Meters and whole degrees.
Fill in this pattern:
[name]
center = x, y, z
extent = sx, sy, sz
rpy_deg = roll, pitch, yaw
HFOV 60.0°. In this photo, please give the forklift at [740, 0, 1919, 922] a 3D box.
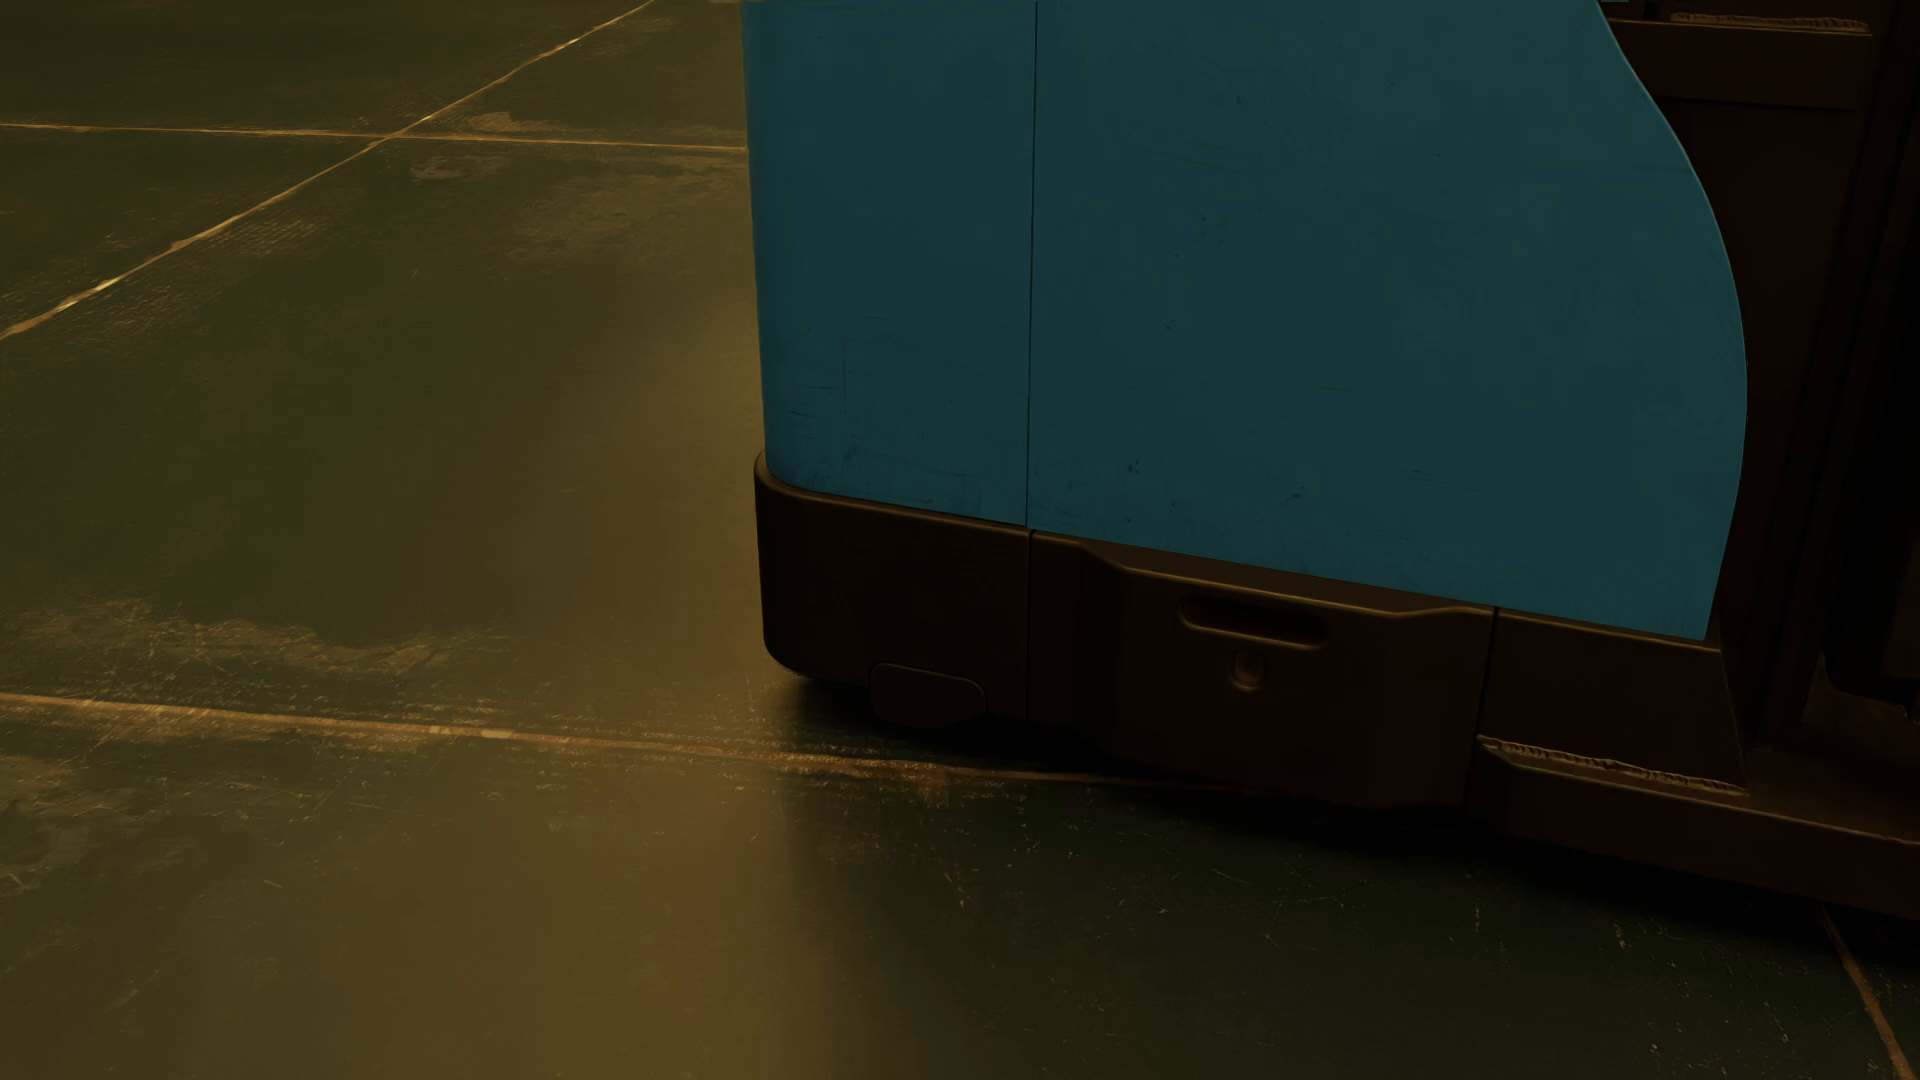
[forklift]
center = 1.324, -1.075, 1.371
extent = 3.031, 2.935, 1.130
rpy_deg = 10, 28, 19
